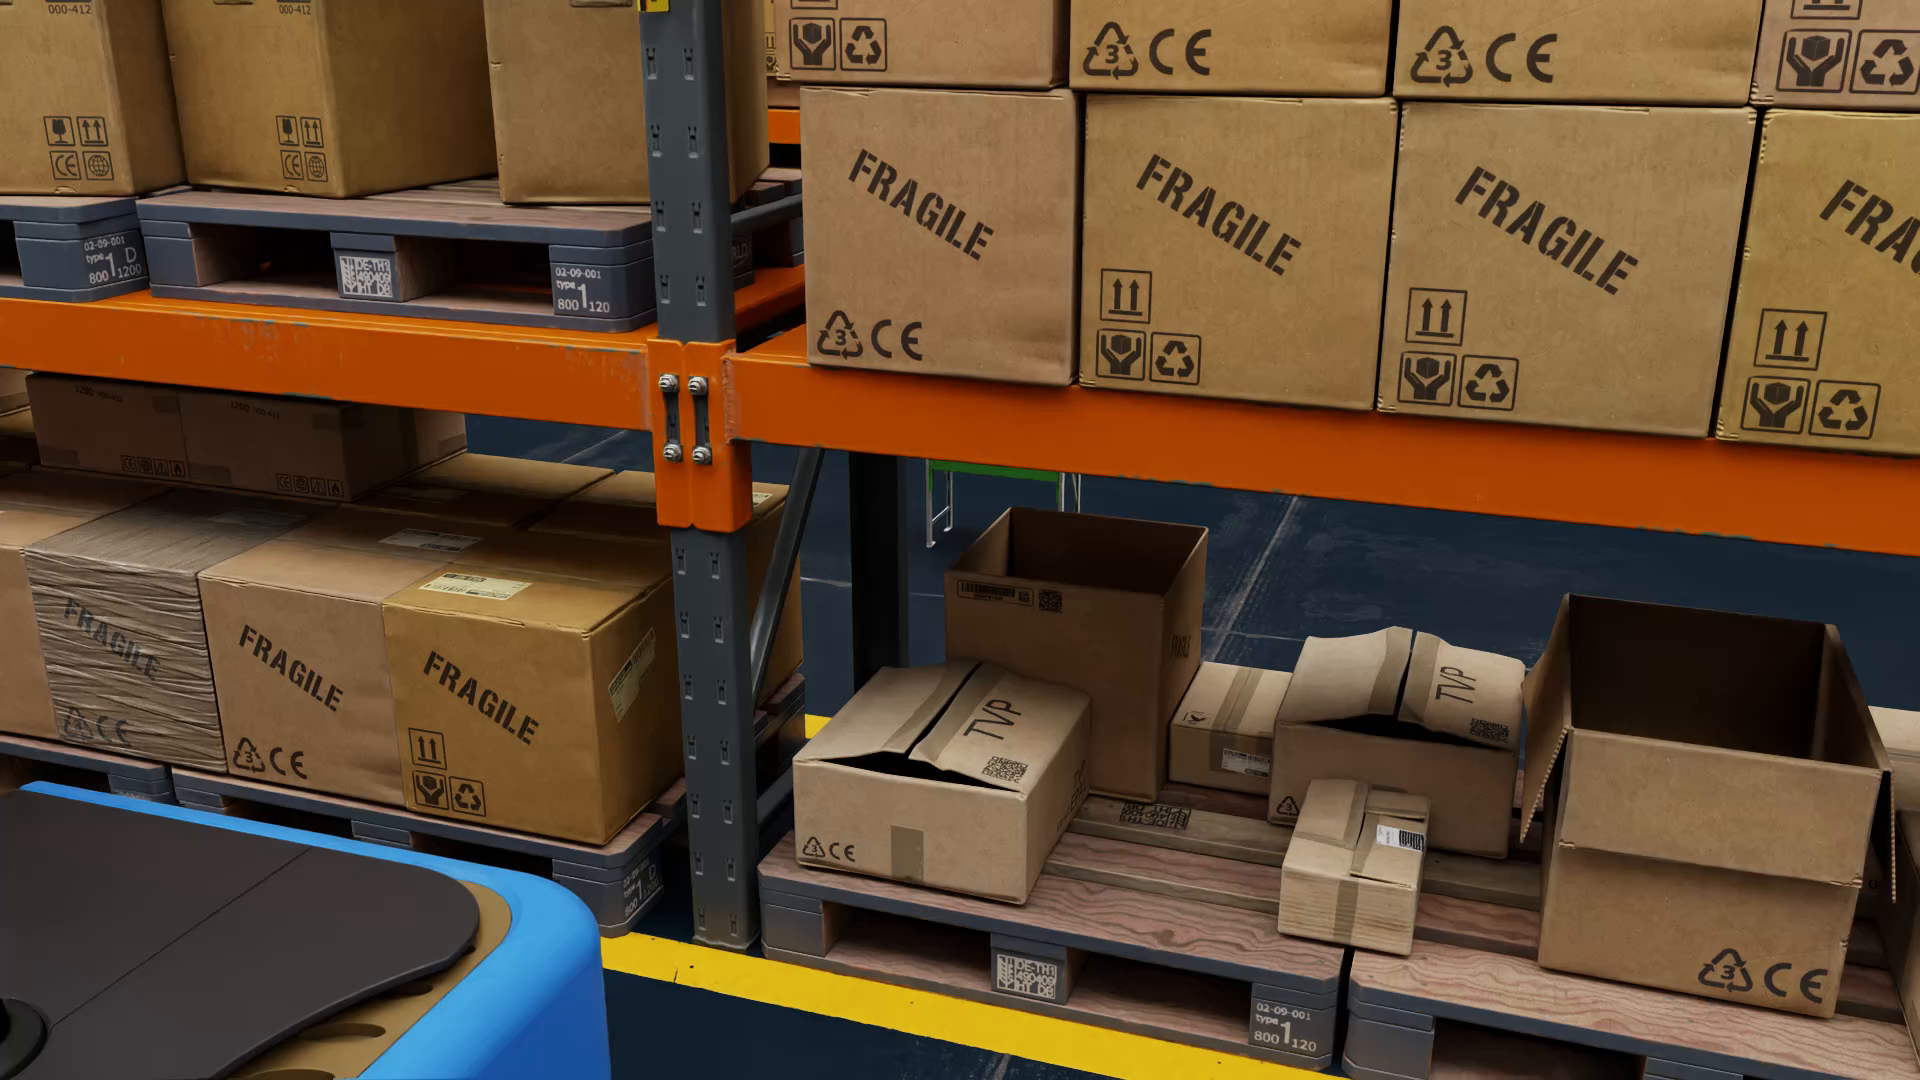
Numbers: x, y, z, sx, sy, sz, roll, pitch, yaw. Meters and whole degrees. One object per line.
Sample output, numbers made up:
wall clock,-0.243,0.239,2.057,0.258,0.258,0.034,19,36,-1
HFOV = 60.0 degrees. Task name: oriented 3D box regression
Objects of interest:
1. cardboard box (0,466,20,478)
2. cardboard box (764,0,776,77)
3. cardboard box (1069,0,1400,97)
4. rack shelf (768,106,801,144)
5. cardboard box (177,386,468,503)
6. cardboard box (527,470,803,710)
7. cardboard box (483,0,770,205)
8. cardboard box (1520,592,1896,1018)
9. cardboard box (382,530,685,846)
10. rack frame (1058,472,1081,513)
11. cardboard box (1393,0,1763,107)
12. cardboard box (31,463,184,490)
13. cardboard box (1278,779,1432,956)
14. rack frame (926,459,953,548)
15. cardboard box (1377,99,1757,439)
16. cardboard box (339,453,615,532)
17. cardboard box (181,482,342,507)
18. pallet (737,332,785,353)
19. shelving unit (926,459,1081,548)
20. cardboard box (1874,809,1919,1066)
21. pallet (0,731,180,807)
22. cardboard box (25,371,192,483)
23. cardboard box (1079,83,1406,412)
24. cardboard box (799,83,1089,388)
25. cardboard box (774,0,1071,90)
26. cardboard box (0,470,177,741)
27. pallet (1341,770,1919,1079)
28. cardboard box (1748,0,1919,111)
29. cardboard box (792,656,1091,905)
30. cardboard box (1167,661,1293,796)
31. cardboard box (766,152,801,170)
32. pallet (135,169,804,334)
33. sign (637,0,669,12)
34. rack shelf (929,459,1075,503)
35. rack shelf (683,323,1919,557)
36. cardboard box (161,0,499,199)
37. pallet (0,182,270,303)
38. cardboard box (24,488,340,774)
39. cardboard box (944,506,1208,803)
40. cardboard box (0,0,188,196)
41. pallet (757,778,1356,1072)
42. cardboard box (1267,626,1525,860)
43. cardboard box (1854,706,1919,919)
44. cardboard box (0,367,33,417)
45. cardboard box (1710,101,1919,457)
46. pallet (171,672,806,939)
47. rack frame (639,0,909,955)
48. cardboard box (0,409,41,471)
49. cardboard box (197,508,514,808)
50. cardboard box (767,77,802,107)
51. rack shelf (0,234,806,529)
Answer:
cardboard box,-2.825,0.094,4.377,0.500,0.500,0.500,6,20,17
cardboard box,-0.679,-2.565,8.244,0.500,0.500,0.500,7,20,20
cardboard box,0.489,-1.020,2.774,0.500,0.500,0.500,6,20,16
rack shelf,-0.619,-2.112,8.670,4.000,0.370,1.077,7,20,18
cardboard box,-1.673,-0.312,4.405,0.500,0.250,0.500,7,20,18
cardboard box,-0.729,0.150,4.218,0.500,0.500,0.500,6,20,16
cardboard box,-0.726,-1.061,3.773,0.500,0.500,0.700,0,19,0
cardboard box,1.425,0.478,3.273,0.637,0.503,0.797,7,20,18
cardboard box,-0.912,0.314,3.748,0.500,0.500,0.500,6,20,18
rack frame,0.387,-0.522,5.752,0.015,1.200,0.240,7,20,18
cardboard box,0.974,-0.964,2.615,0.500,0.500,0.500,6,20,16
cardboard box,-2.183,-0.015,4.692,0.500,0.500,0.500,6,20,16
cardboard box,0.794,0.638,3.324,0.250,0.166,0.380,7,20,18
rack frame,-0.074,-0.575,5.903,0.015,1.200,0.240,7,20,18
cardboard box,0.997,-0.493,2.782,0.500,0.500,0.500,6,20,18
cardboard box,-1.236,0.096,4.373,0.500,0.500,0.500,7,20,19
cardboard box,-1.706,0.039,4.535,0.500,0.500,0.500,7,20,19
pallet,-0.639,-1.110,8.939,1.213,0.211,1.003,7,20,18
shelving unit,0.156,-0.549,5.827,0.503,1.200,0.258,7,20,18
cardboard box,1.945,0.734,2.922,0.500,0.250,0.500,7,20,18
pallet,-2.289,0.415,4.566,1.213,0.211,1.003,7,20,18
cardboard box,-2.147,-0.366,4.560,0.500,0.250,0.500,6,20,17
cardboard box,0.525,-0.548,2.939,0.500,0.500,0.500,7,20,19
cardboard box,0.040,-0.602,3.094,0.500,0.500,0.500,7,20,19
cardboard box,0.001,-1.076,2.934,0.500,0.500,0.500,7,20,19
cardboard box,-2.331,0.149,4.220,0.500,0.500,0.500,6,20,16
pallet,1.453,0.828,3.381,1.213,0.211,1.003,7,20,18
cardboard box,1.462,-0.909,2.455,0.500,0.500,0.500,7,20,20
cardboard box,-0.026,0.480,3.559,0.500,0.311,0.500,7,20,18
cardboard box,0.654,0.439,3.922,0.250,0.149,0.380,7,20,18
cardboard box,-1.031,-1.634,8.834,0.750,0.750,0.750,6,20,18
pallet,-1.071,-0.724,3.888,1.213,0.211,1.003,7,20,18
sign,-0.530,-1.068,2.825,0.005,0.325,0.100,7,20,18
rack shelf,0.156,-0.262,5.927,0.480,0.148,0.258,7,20,18
rack shelf,1.538,-0.139,3.010,4.000,0.370,1.077,7,20,18
cardboard box,-1.396,-1.115,3.929,0.500,0.500,0.700,10,22,27
pallet,-2.292,-0.827,4.184,1.213,0.211,1.003,7,20,18
cardboard box,-1.850,0.203,4.065,0.500,0.500,0.500,7,20,19
cardboard box,0.280,0.251,3.927,0.500,0.500,0.500,7,20,18
cardboard box,-2.041,-1.112,3.919,0.500,0.500,0.700,1,19,4
pallet,0.297,0.697,3.757,1.213,0.211,1.003,7,20,18
cardboard box,0.988,0.422,3.726,0.500,0.311,0.500,7,20,18
cardboard box,2.062,0.573,3.384,0.500,0.250,0.500,7,20,18
cardboard box,-3.115,-0.475,4.873,0.500,0.250,0.500,7,21,20
cardboard box,1.478,-0.439,2.625,0.500,0.500,0.500,6,20,17
pallet,-1.132,0.546,4.189,1.213,0.211,1.003,7,20,18
rack frame,-0.352,-0.695,3.512,0.127,3.000,1.000,7,20,18
cardboard box,-2.681,-0.070,4.849,0.500,0.500,0.500,6,20,16
cardboard box,-1.376,0.258,3.909,0.500,0.500,0.500,7,20,18
cardboard box,-0.820,-2.288,8.435,0.250,0.149,0.380,7,20,18
rack shelf,-2.241,-0.571,4.250,4.000,0.370,1.077,7,20,18
